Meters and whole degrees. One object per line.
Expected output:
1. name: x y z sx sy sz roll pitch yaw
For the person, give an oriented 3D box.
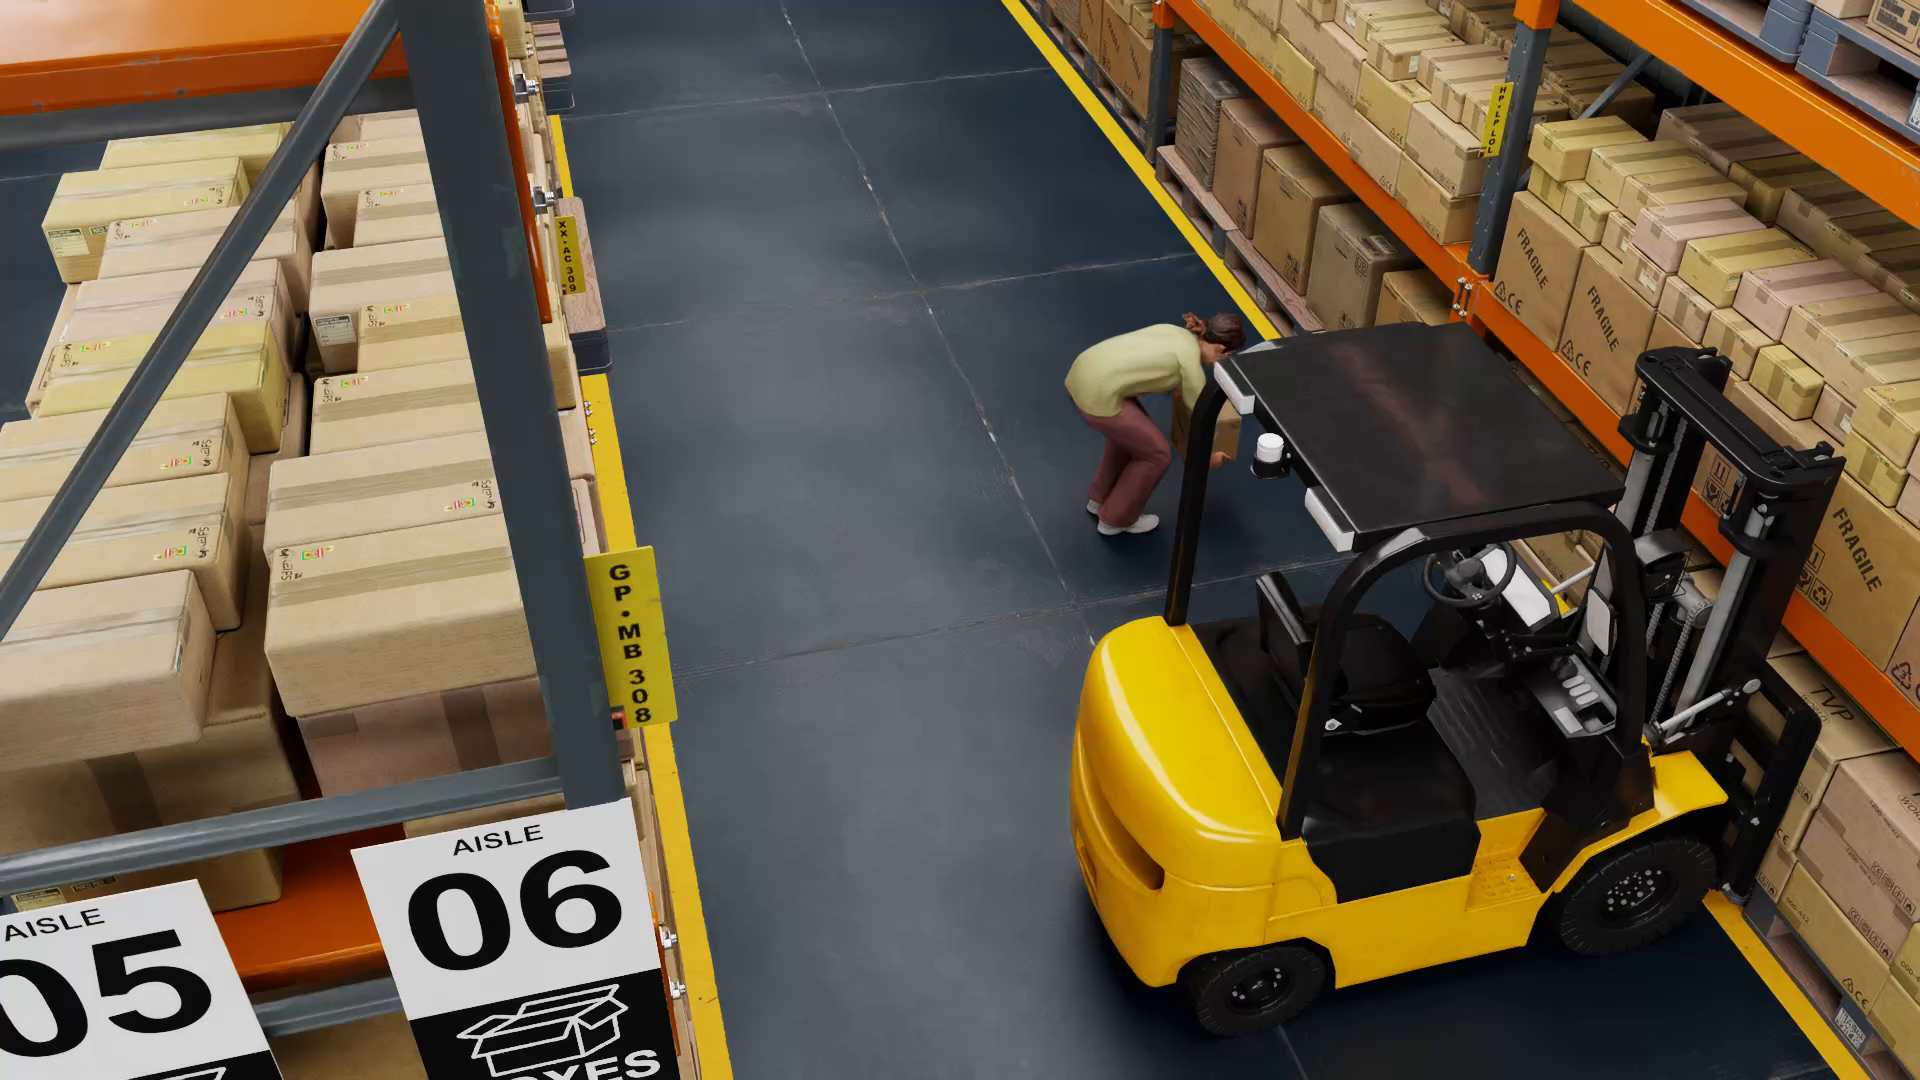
1. person: 0.917 -0.562 7.904 0.863 1.083 0.439 -11 40 -14
